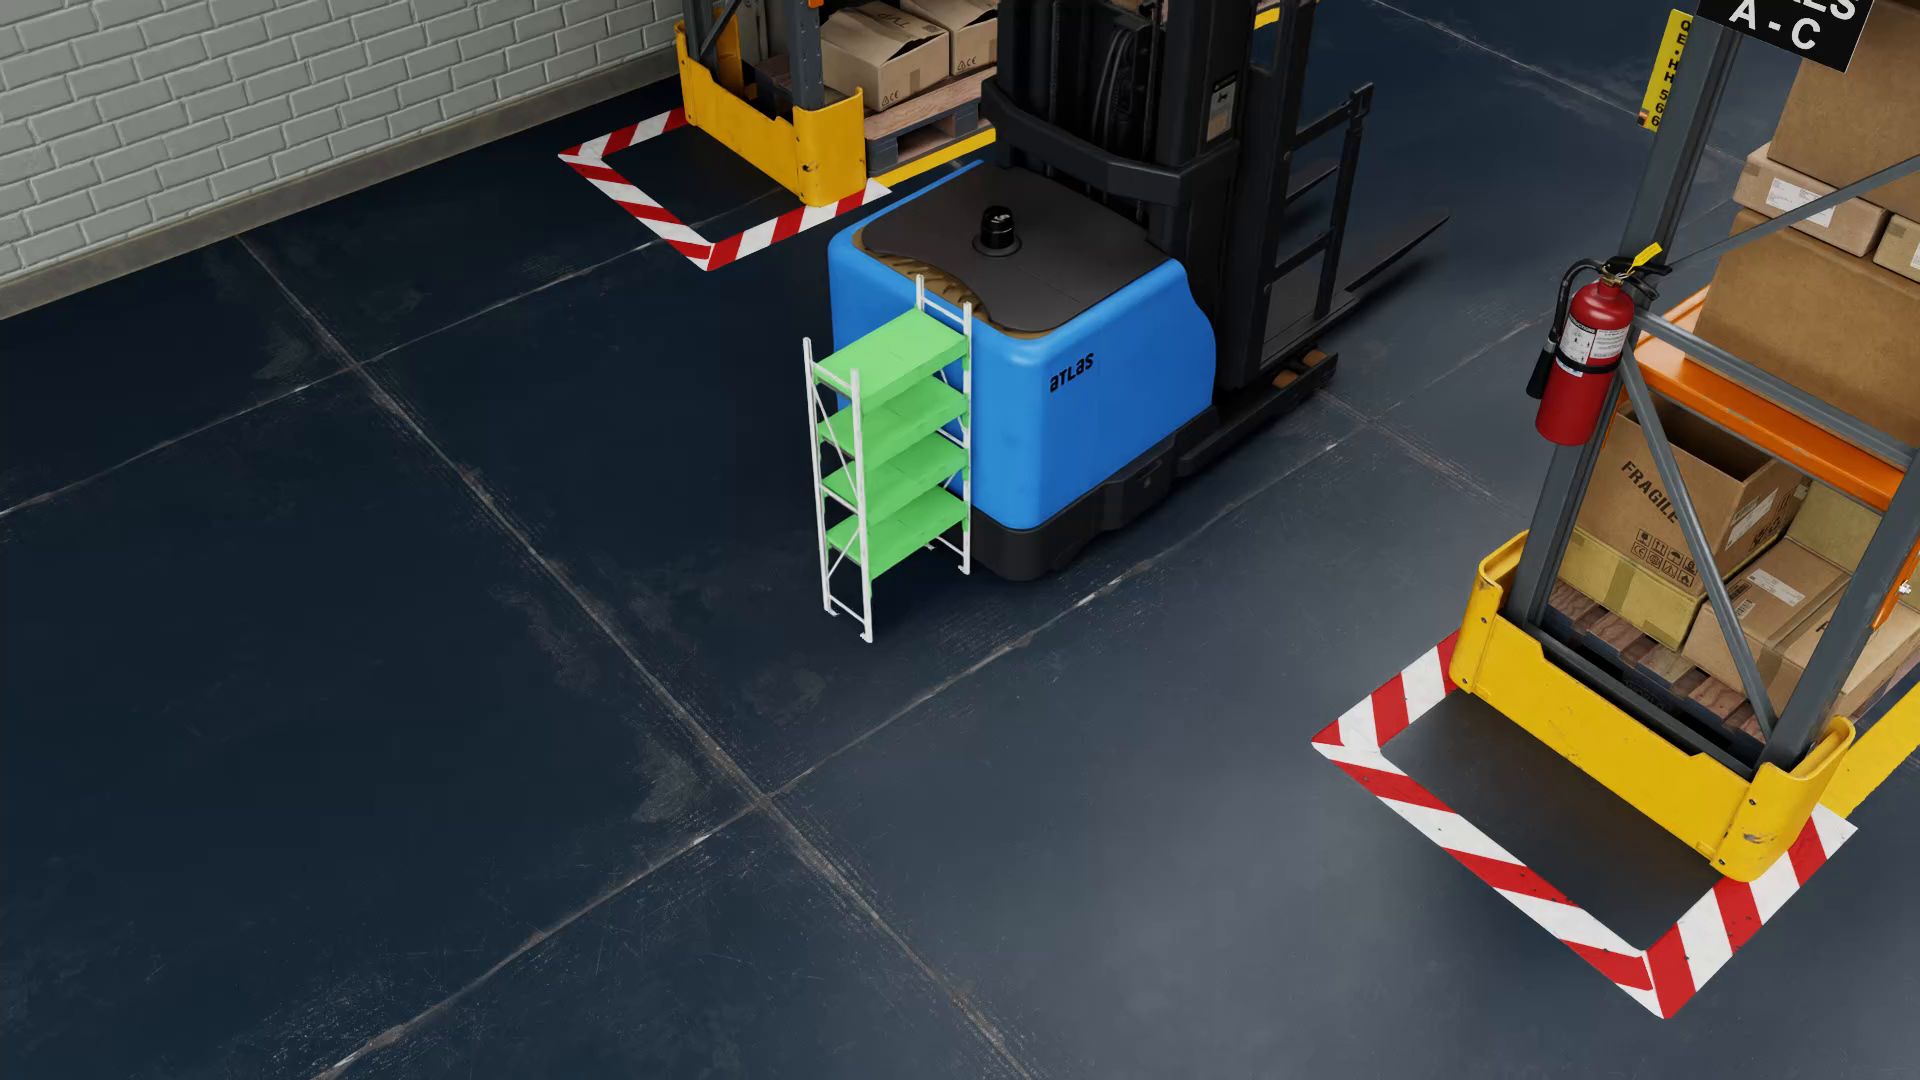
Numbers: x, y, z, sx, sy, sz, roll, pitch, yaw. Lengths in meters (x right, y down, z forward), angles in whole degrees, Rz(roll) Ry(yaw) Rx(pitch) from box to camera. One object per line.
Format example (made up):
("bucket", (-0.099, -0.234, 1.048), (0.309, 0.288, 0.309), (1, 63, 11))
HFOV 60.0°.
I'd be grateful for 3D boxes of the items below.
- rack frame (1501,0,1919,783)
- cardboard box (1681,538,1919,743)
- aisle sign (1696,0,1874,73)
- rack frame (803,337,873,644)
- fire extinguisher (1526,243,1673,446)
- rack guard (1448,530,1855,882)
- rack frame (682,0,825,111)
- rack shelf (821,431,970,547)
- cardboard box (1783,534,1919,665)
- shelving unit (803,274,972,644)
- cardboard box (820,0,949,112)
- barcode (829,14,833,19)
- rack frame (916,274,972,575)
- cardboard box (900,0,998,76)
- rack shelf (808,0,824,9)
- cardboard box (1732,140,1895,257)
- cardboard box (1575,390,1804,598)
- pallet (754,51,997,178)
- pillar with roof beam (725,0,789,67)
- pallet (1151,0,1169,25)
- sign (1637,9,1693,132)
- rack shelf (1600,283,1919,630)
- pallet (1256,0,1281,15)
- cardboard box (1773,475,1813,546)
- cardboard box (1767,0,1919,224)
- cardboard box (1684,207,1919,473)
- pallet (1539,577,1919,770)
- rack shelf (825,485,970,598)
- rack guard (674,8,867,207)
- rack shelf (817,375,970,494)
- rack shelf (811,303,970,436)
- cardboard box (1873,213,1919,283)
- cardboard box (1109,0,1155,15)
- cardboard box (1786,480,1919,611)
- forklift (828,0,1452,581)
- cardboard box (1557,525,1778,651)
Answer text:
("rack frame", (2.189, -0.413, 4.498), (0.127, 3.000, 1.000), (-30, 51, -28))
("cardboard box", (2.743, 0.318, 5.422), (0.500, 0.250, 0.500), (-30, 51, -28))
("aisle sign", (1.950, -1.486, 3.742), (0.004, 0.787, 0.394), (-30, 51, -28))
("rack frame", (-0.398, -0.132, 5.515), (0.240, 1.200, 0.015), (34, 53, 31))
("fire extinguisher", (1.800, -0.576, 4.729), (0.183, 0.674, 0.296), (-30, 51, -28))
("rack guard", (2.171, 0.509, 5.343), (0.348, 0.500, 1.175), (-30, 51, -28))
("rack frame", (-0.992, -3.012, 7.266), (0.127, 3.000, 1.000), (-30, 51, -28))
("rack shelf", (-0.225, -0.204, 5.684), (0.258, 0.148, 0.480), (34, 53, 31))
("cardboard box", (3.124, 0.096, 5.658), (0.500, 0.250, 0.500), (-30, 51, -28))
("shelving unit", (-0.225, -0.251, 5.640), (0.258, 1.200, 0.503), (34, 53, 31))
("cardboard box", (-0.404, -2.449, 8.309), (0.500, 0.311, 0.500), (33, 52, 30))
("barcode", (-0.646, -2.671, 8.538), (0.075, 0.075, 0.001), (-30, 51, -28))
("rack frame", (-0.053, -0.369, 5.766), (0.240, 1.200, 0.015), (34, 53, 31))
("cardboard box", (0.034, -2.700, 8.576), (0.500, 0.311, 0.500), (-26, 49, -25))
("rack shelf", (0.542, -3.629, 8.448), (4.000, 0.370, 1.077), (-30, 51, -28))
("cardboard box", (2.360, -0.953, 4.527), (0.250, 0.149, 0.380), (-31, 51, -28))
("cardboard box", (2.410, -0.229, 5.456), (0.500, 0.500, 0.500), (-30, 51, -28))
("pallet", (-0.288, -2.367, 8.617), (1.213, 0.211, 1.003), (-30, 51, -28))
("pillar with roof beam", (1.752, -3.700, 3.617), (0.400, 9.000, 9.100), (-30, 51, -28))
("pallet", (0.647, -2.900, 9.184), (1.213, 0.211, 1.003), (-30, 51, -28))
("sign", (1.852, -1.212, 4.331), (0.005, 0.325, 0.100), (-30, 51, -28))
("rack shelf", (3.723, -1.029, 5.680), (4.000, 0.370, 1.077), (-30, 51, -28))
("pallet", (1.584, -3.439, 9.758), (1.213, 0.211, 1.003), (-30, 51, -28))
("cardboard box", (2.787, -0.180, 5.952), (0.500, 0.250, 0.500), (-30, 51, -28))
("cardboard box", (2.596, -1.144, 4.256), (0.500, 0.500, 0.700), (-30, 51, -28))
("cardboard box", (2.555, -0.647, 4.675), (0.500, 0.500, 0.700), (-30, 51, -28))
("pallet", (2.749, 0.246, 5.834), (1.213, 0.211, 1.003), (-30, 51, -28))
("rack shelf", (-0.225, -0.029, 5.848), (0.258, 0.148, 0.480), (34, 53, 31))
("rack guard", (-0.934, -2.134, 8.158), (0.348, 0.500, 1.175), (-30, 51, -28))
("rack shelf", (-0.225, -0.379, 5.520), (0.258, 0.148, 0.480), (34, 53, 31))
("rack shelf", (-0.225, -0.554, 5.355), (0.258, 0.148, 0.480), (34, 53, 31))
("cardboard box", (2.628, -0.745, 4.305), (0.250, 0.149, 0.380), (-30, 51, -28))
("cardboard box", (0.629, -3.064, 8.826), (0.500, 0.500, 0.700), (-33, 52, -30))
("cardboard box", (3.126, -0.176, 5.400), (0.500, 0.500, 0.500), (-30, 51, -28))
("forklift", (0.917, -1.823, 6.050), (1.130, 2.935, 3.031), (34, 53, 31))
("cardboard box", (2.411, 0.046, 5.712), (0.500, 0.250, 0.500), (-30, 51, -28))
